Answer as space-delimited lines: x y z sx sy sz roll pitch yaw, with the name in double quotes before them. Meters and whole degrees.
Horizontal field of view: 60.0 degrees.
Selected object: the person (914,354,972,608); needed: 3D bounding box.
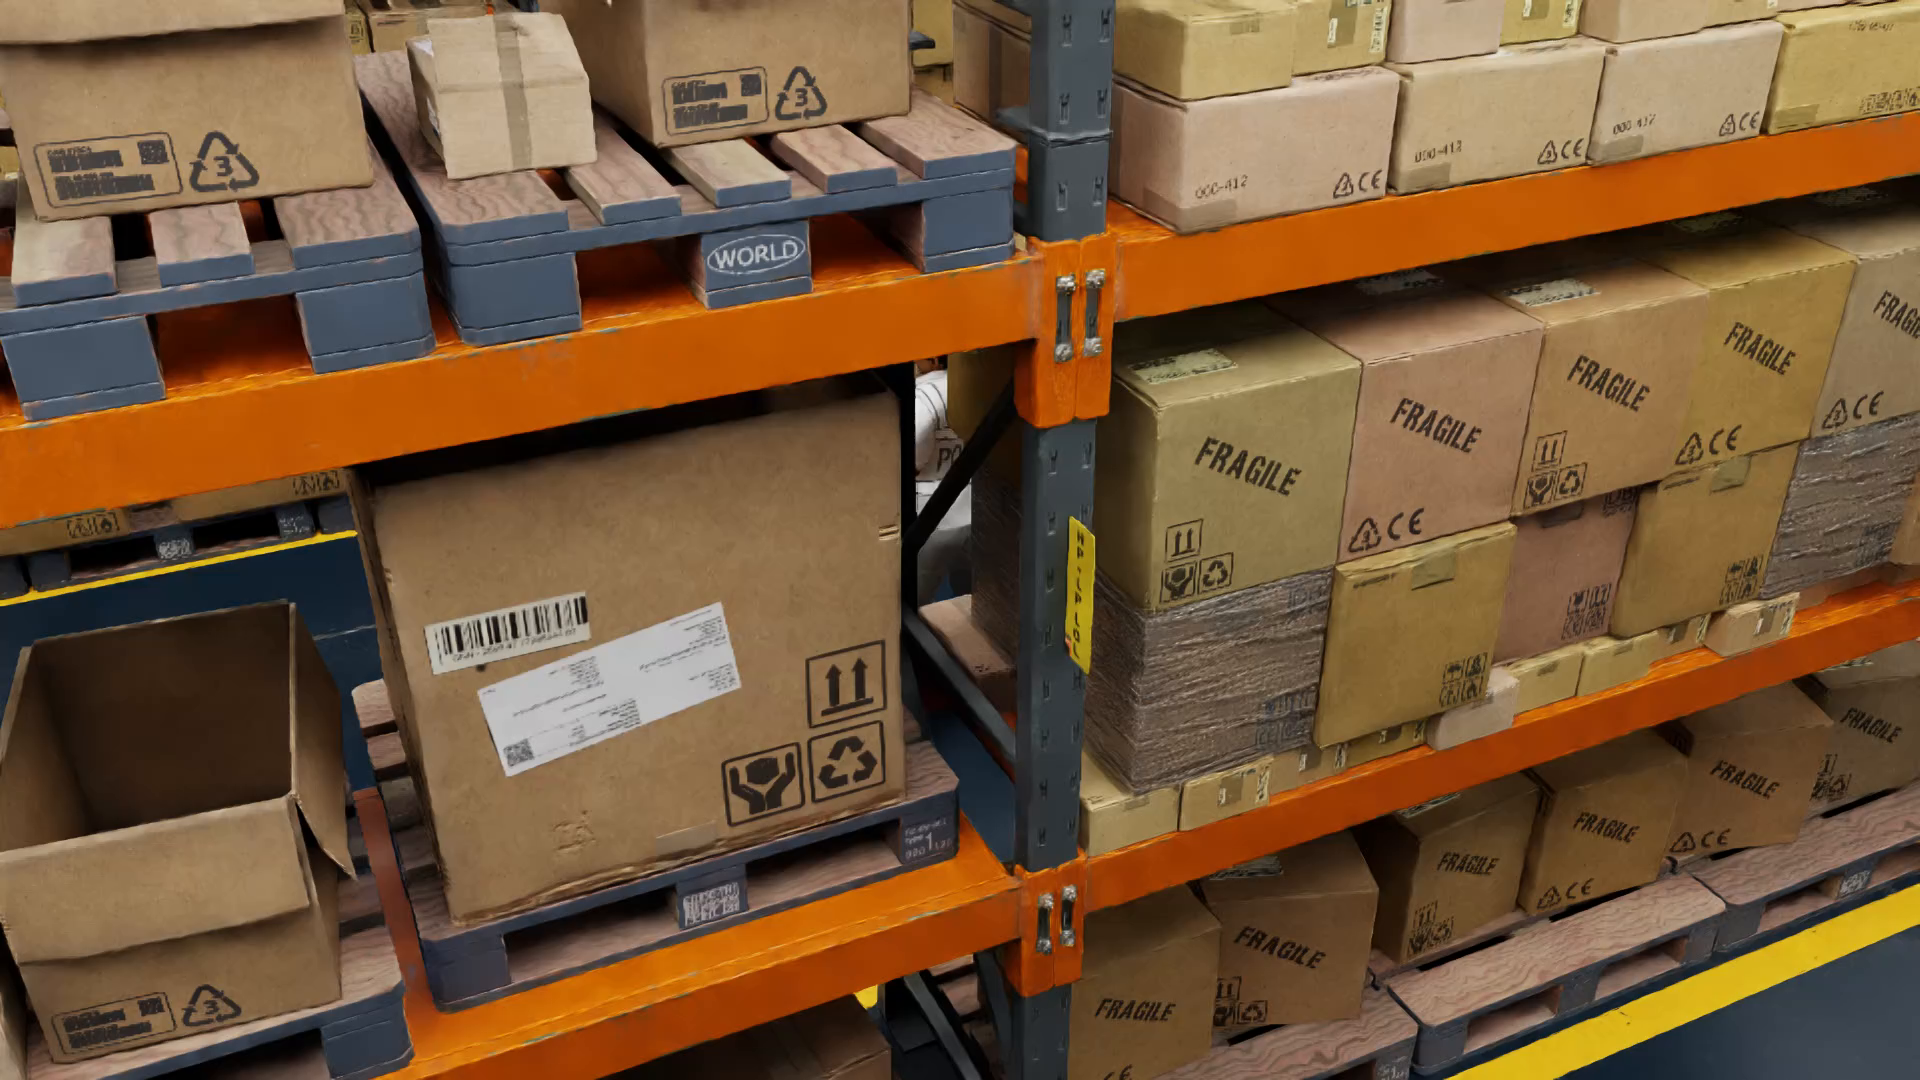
"person" -0.080 -0.089 6.237 0.470 1.672 0.562 26 39 38
